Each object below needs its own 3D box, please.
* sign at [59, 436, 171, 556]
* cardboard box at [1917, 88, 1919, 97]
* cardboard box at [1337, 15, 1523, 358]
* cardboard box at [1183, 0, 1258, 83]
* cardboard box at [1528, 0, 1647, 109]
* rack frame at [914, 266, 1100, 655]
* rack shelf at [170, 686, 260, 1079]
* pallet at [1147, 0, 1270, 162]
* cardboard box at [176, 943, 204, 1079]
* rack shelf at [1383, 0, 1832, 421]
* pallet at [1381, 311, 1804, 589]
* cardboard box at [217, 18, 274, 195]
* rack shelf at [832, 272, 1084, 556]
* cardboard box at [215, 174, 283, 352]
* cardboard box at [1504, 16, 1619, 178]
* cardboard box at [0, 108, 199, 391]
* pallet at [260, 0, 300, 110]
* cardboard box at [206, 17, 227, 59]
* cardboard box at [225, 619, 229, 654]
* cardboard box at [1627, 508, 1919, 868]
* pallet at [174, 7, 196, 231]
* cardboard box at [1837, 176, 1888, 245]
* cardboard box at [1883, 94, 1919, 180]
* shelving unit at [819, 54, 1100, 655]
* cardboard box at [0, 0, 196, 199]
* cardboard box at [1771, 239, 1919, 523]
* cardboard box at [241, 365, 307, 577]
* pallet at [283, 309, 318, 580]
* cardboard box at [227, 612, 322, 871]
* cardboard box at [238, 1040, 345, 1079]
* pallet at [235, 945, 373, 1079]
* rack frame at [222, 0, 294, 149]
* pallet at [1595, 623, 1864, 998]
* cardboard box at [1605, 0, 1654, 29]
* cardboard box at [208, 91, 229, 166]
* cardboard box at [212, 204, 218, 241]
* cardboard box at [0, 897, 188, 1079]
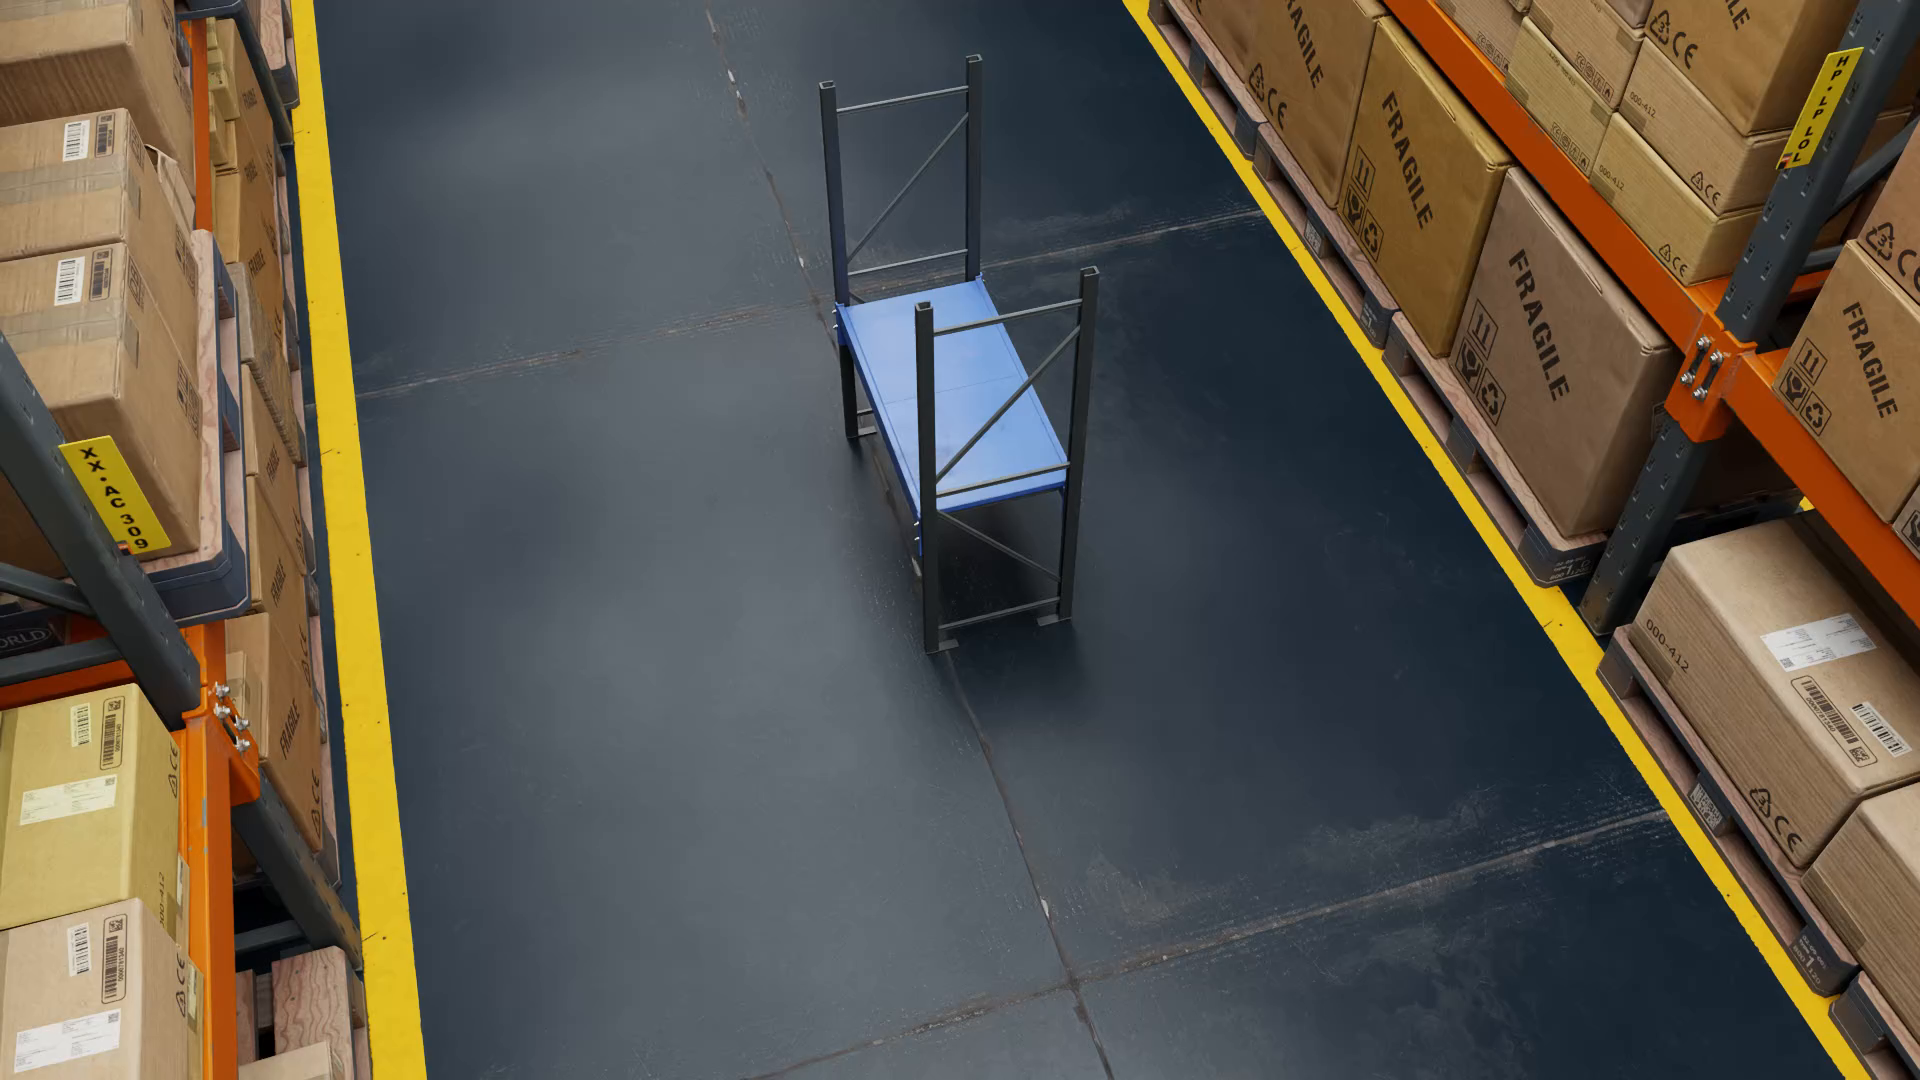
[{"bbox_3d":[-1.672,-0.083,3.292,0.100,0.325,0.005,-13,51,-11],"label":"sign"},{"bbox_3d":[2.697,-1.541,4.368,0.500,0.500,0.500,-13,51,-11],"label":"cardboard box"},{"bbox_3d":[2.018,-1.344,6.036,0.875,0.875,0.875,-12,51,-10],"label":"cardboard box"},{"bbox_3d":[1.495,-2.649,7.136,0.875,0.875,0.875,-14,51,-11],"label":"cardboard box"},{"bbox_3d":[2.035,-1.544,4.861,0.500,0.250,0.500,-12,51,-10],"label":"cardboard box"},{"bbox_3d":[0.125,-0.174,4.916,0.500,1.500,0.032,-13,51,-11],"label":"rack frame"},{"bbox_3d":[-1.596,2.017,2.558,1.077,0.370,4.000,-13,51,-11],"label":"rack shelf"},{"bbox_3d":[1.531,-2.230,7.492,1.003,0.211,1.213,-13,51,-11],"label":"pallet"},{"bbox_3d":[-1.655,0.951,3.151,0.380,0.149,0.250,-12,51,-10],"label":"cardboard box"},{"bbox_3d":[1.961,-2.029,5.969,1.077,0.370,4.000,-13,51,-11],"label":"rack shelf"},{"bbox_3d":[2.253,-0.448,5.990,1.003,0.211,1.213,-13,51,-11],"label":"pallet"},{"bbox_3d":[-3.040,-1.666,6.553,0.500,0.500,0.500,-12,51,-10],"label":"cardboard box"},{"bbox_3d":[-0.025,-0.430,5.367,0.538,0.185,1.000,-13,51,-11],"label":"rack shelf"},{"bbox_3d":[-2.745,-0.917,5.921,0.500,0.500,0.500,-11,51,-9],"label":"cardboard box"},{"bbox_3d":[2.030,-1.395,5.062,0.500,0.250,0.500,-14,51,-11],"label":"cardboard box"},{"bbox_3d":[-2.270,-0.625,3.975,0.700,0.500,0.500,-13,51,-11],"label":"cardboard box"},{"bbox_3d":[-3.577,-2.308,7.558,1.003,0.211,1.213,-13,51,-11],"label":"pallet"},{"bbox_3d":[-2.983,-1.832,6.269,0.380,0.149,0.250,-16,52,-13],"label":"cardboard box"},{"bbox_3d":[-2.196,0.279,4.489,0.380,0.149,0.250,-15,51,-12],"label":"cardboard box"},{"bbox_3d":[2.636,0.373,4.875,0.875,0.438,0.875,-14,51,-12],"label":"cardboard box"},{"bbox_3d":[-2.791,-1.116,4.854,1.003,0.211,1.213,-13,51,-11],"label":"pallet"},{"bbox_3d":[2.675,-1.133,4.841,0.500,0.250,0.500,-14,51,-12],"label":"cardboard box"},{"bbox_3d":[2.692,-1.298,4.654,0.500,0.250,0.500,-15,51,-12],"label":"cardboard box"},{"bbox_3d":[-0.025,-0.546,5.229,0.538,1.500,1.048,-13,51,-11],"label":"shelving unit"},{"bbox_3d":[-2.502,-1.198,4.458,0.700,0.500,0.500,-14,51,-11],"label":"cardboard box"},{"bbox_3d":[2.441,-0.431,4.086,0.500,0.500,0.500,-12,51,-10],"label":"cardboard box"},{"bbox_3d":[-2.426,-0.161,5.284,0.500,0.500,0.500,-15,51,-12],"label":"cardboard box"},{"bbox_3d":[-2.829,-0.255,5.827,1.003,0.211,1.213,-13,51,-11],"label":"pallet"},{"bbox_3d":[-2.116,0.591,4.650,0.500,0.500,0.500,-11,51,-9],"label":"cardboard box"},{"bbox_3d":[-1.743,1.449,4.157,0.380,0.149,0.250,-15,51,-12],"label":"cardboard box"},{"bbox_3d":[-1.986,1.725,4.158,1.003,0.211,1.213,-13,51,-11],"label":"pallet"},{"bbox_3d":[-3.371,-2.597,5.977,1.000,3.000,0.127,-13,51,-11],"label":"rack frame"},{"bbox_3d":[2.703,0.671,5.046,1.003,0.211,1.213,-13,51,-11],"label":"pallet"},{"bbox_3d":[2.021,-1.801,4.587,0.500,0.500,0.500,-12,51,-10],"label":"cardboard box"},{"bbox_3d":[-2.837,-1.438,5.936,0.380,0.149,0.250,-15,51,-12],"label":"cardboard box"},{"bbox_3d":[-2.728,-1.052,5.611,0.380,0.149,0.250,-14,51,-12],"label":"cardboard box"},{"bbox_3d":[-1.642,0.956,2.885,0.500,0.250,0.500,-13,51,-11],"label":"cardboard box"}]
